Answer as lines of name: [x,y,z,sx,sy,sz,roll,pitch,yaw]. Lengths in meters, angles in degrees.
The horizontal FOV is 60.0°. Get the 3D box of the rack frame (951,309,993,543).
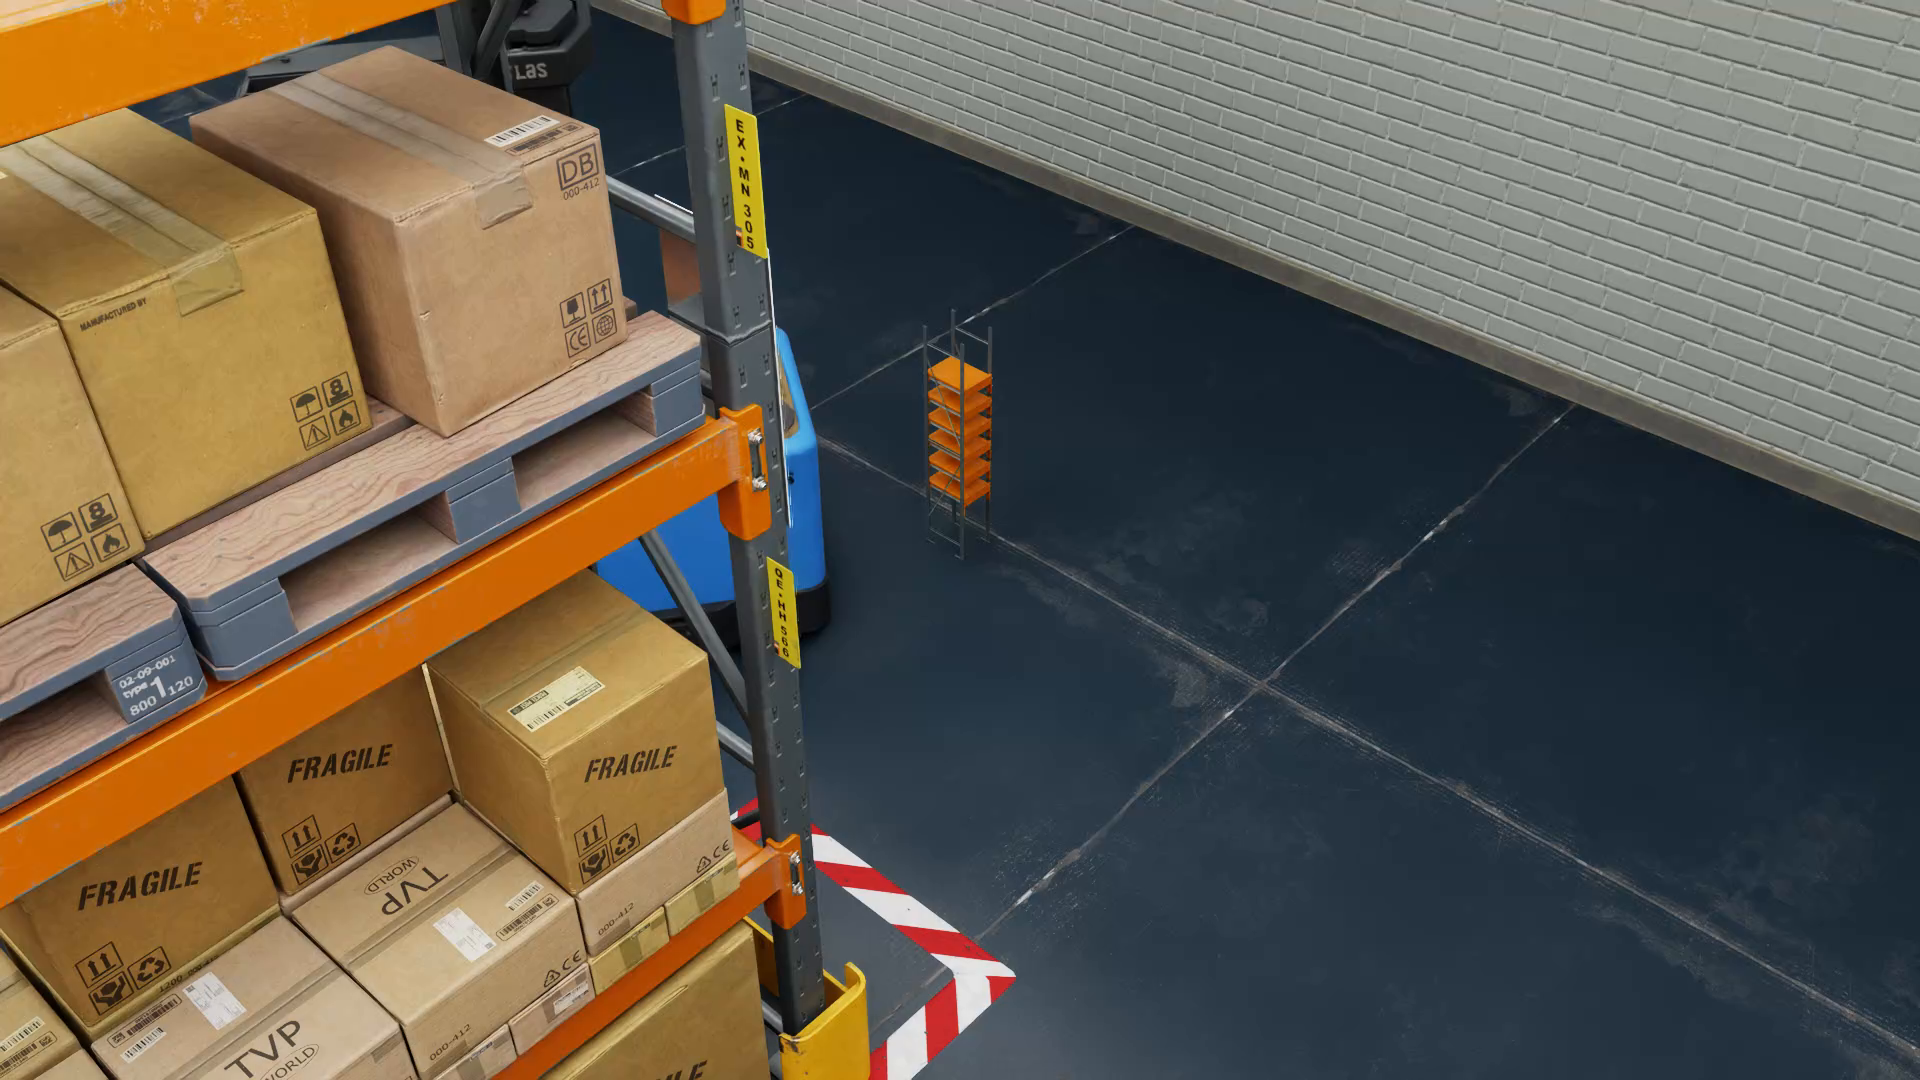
rack frame: [0.052,-0.505,7.705,0.240,1.200,0.006,30,47,32]

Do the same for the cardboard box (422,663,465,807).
cardboard box: [-1.368,0.550,4.813,0.500,0.250,0.500,28,46,31]

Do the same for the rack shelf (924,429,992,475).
rack shelf: [-0.010,-0.428,7.679,0.258,0.103,0.180,30,47,32]

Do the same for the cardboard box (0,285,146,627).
cardboard box: [-1.938,-0.189,2.953,0.700,0.500,0.500,26,45,29]

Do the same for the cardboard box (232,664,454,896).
cardboard box: [-1.705,0.486,4.291,0.500,0.500,0.500,28,47,31]

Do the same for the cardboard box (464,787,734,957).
cardboard box: [-0.976,0.777,4.528,0.500,0.250,0.500,29,47,31]

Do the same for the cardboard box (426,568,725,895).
cardboard box: [-0.979,0.483,4.295,0.500,0.500,0.500,30,47,32]

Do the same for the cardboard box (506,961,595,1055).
cardboard box: [-1.187,1.136,4.396,0.380,0.149,0.250,30,47,32]

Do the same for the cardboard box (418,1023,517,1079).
cardboard box: [-1.356,1.250,4.253,0.380,0.149,0.250,31,48,33]

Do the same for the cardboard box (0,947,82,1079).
cardboard box: [-2.403,1.263,3.917,0.500,0.250,0.500,29,47,31]

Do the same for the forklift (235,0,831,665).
forklift: [-2.152,-0.805,6.691,3.031,2.935,1.130,-8,39,-10]

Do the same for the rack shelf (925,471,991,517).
rack shelf: [-0.010,-0.240,7.829,0.258,0.103,0.180,30,47,32]

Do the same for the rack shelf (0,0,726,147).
rack shelf: [-2.194,-0.491,2.320,1.077,0.370,4.000,30,47,32]

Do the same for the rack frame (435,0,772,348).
rack frame: [-0.845,-1.848,3.127,1.000,3.000,0.127,30,47,32]

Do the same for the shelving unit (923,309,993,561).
shelving unit: [-0.010,-0.463,7.652,0.258,1.200,0.189,30,47,32]

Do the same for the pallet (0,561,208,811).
pallet: [-2.161,0.269,2.946,1.003,0.211,1.213,30,47,32]

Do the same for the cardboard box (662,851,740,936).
cardboard box: [-0.842,0.901,4.693,0.380,0.149,0.250,31,48,33]

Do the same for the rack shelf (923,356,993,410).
rack shelf: [-0.010,-0.710,7.455,0.258,0.103,0.180,30,47,32]

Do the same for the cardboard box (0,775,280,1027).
cardboard box: [-2.050,0.727,3.989,0.500,0.500,0.500,28,46,31]

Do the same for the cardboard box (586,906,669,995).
cardboard box: [-1.016,1.021,4.542,0.380,0.149,0.250,30,47,32]

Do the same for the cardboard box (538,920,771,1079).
cardboard box: [-1.217,1.495,5.113,0.875,0.875,0.875,30,47,32]

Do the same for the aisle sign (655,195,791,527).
aisle sign: [-0.575,-0.424,4.068,0.394,0.787,0.004,30,47,32]

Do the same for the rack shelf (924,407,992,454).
rack shelf: [-0.010,-0.522,7.605,0.258,0.103,0.180,30,47,32]

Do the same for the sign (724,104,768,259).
sign: [-0.454,-0.755,3.515,0.100,0.325,0.005,30,47,32]

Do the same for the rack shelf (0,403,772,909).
rack shelf: [-2.194,0.527,3.129,1.077,0.370,4.000,30,47,32]

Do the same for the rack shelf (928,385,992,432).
rack shelf: [-0.010,-0.616,7.530,0.258,0.103,0.180,30,47,32]

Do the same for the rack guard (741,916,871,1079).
rack guard: [-0.829,1.468,5.786,1.175,0.500,0.348,30,47,32]

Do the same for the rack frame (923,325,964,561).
rack frame: [-0.071,-0.421,7.599,0.240,1.200,0.006,30,47,32]

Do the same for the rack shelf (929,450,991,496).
rack shelf: [-0.010,-0.334,7.754,0.258,0.103,0.180,30,47,32]

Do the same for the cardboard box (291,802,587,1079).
cardboard box: [-1.319,1.010,4.235,0.500,0.250,0.500,29,47,31]

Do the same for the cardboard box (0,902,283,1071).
cardboard box: [-2.055,1.021,4.221,0.500,0.250,0.500,28,46,31]

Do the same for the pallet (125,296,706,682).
pallet: [-1.338,-0.294,3.654,1.003,0.211,1.213,30,47,32]

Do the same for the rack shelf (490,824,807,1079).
rack shelf: [-2.194,1.701,4.063,1.077,0.370,4.000,30,47,32]

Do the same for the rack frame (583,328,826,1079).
rack frame: [-0.845,0.500,4.994,1.000,3.000,0.127,30,47,32]

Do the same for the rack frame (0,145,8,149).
rack frame: [-4.501,-1.579,7.610,1.000,3.000,0.127,30,47,32]

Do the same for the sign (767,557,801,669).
sign: [-0.454,0.189,4.265,0.100,0.325,0.005,30,47,32]

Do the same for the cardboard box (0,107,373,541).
cardboard box: [-1.625,-0.447,3.277,0.700,0.500,0.500,28,46,30]

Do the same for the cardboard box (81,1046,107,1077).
cardboard box: [-2.193,1.215,4.297,0.380,0.149,0.250,29,47,31]

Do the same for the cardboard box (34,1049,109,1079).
cardboard box: [-2.010,1.485,3.638,0.500,0.250,0.500,30,47,32]

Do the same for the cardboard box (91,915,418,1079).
cardboard box: [-1.662,1.244,3.941,0.500,0.250,0.500,28,46,31]

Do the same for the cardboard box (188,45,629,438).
cardboard box: [-1.156,-0.655,3.539,0.700,0.500,0.500,27,46,29]

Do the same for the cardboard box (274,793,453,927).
cardboard box: [-1.714,0.791,4.510,0.500,0.250,0.500,29,47,31]
